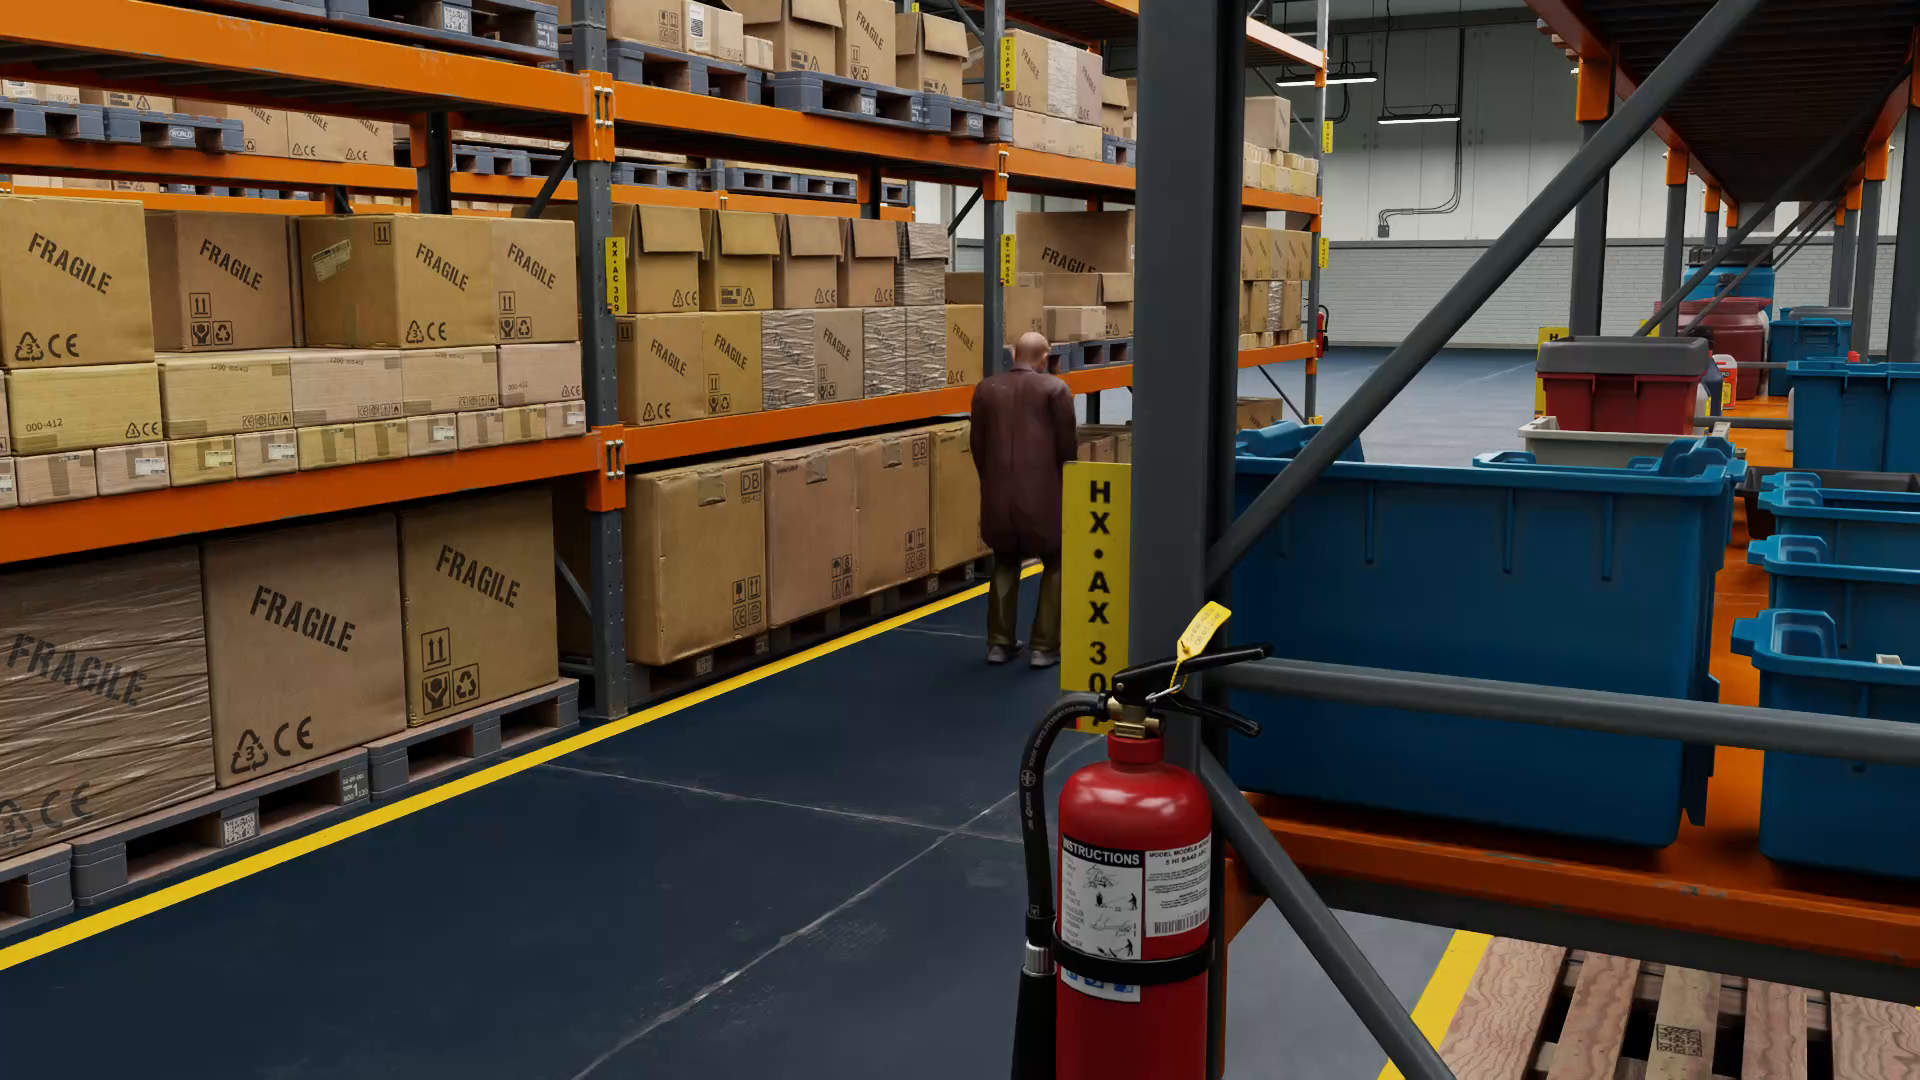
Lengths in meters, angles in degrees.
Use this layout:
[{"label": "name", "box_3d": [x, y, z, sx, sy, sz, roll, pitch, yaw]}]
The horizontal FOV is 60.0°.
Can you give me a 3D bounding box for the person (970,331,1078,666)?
[{"label": "person", "box_3d": [0.324, -0.207, 8.549, 0.599, 1.694, 0.459, 5, 10, 27]}]
